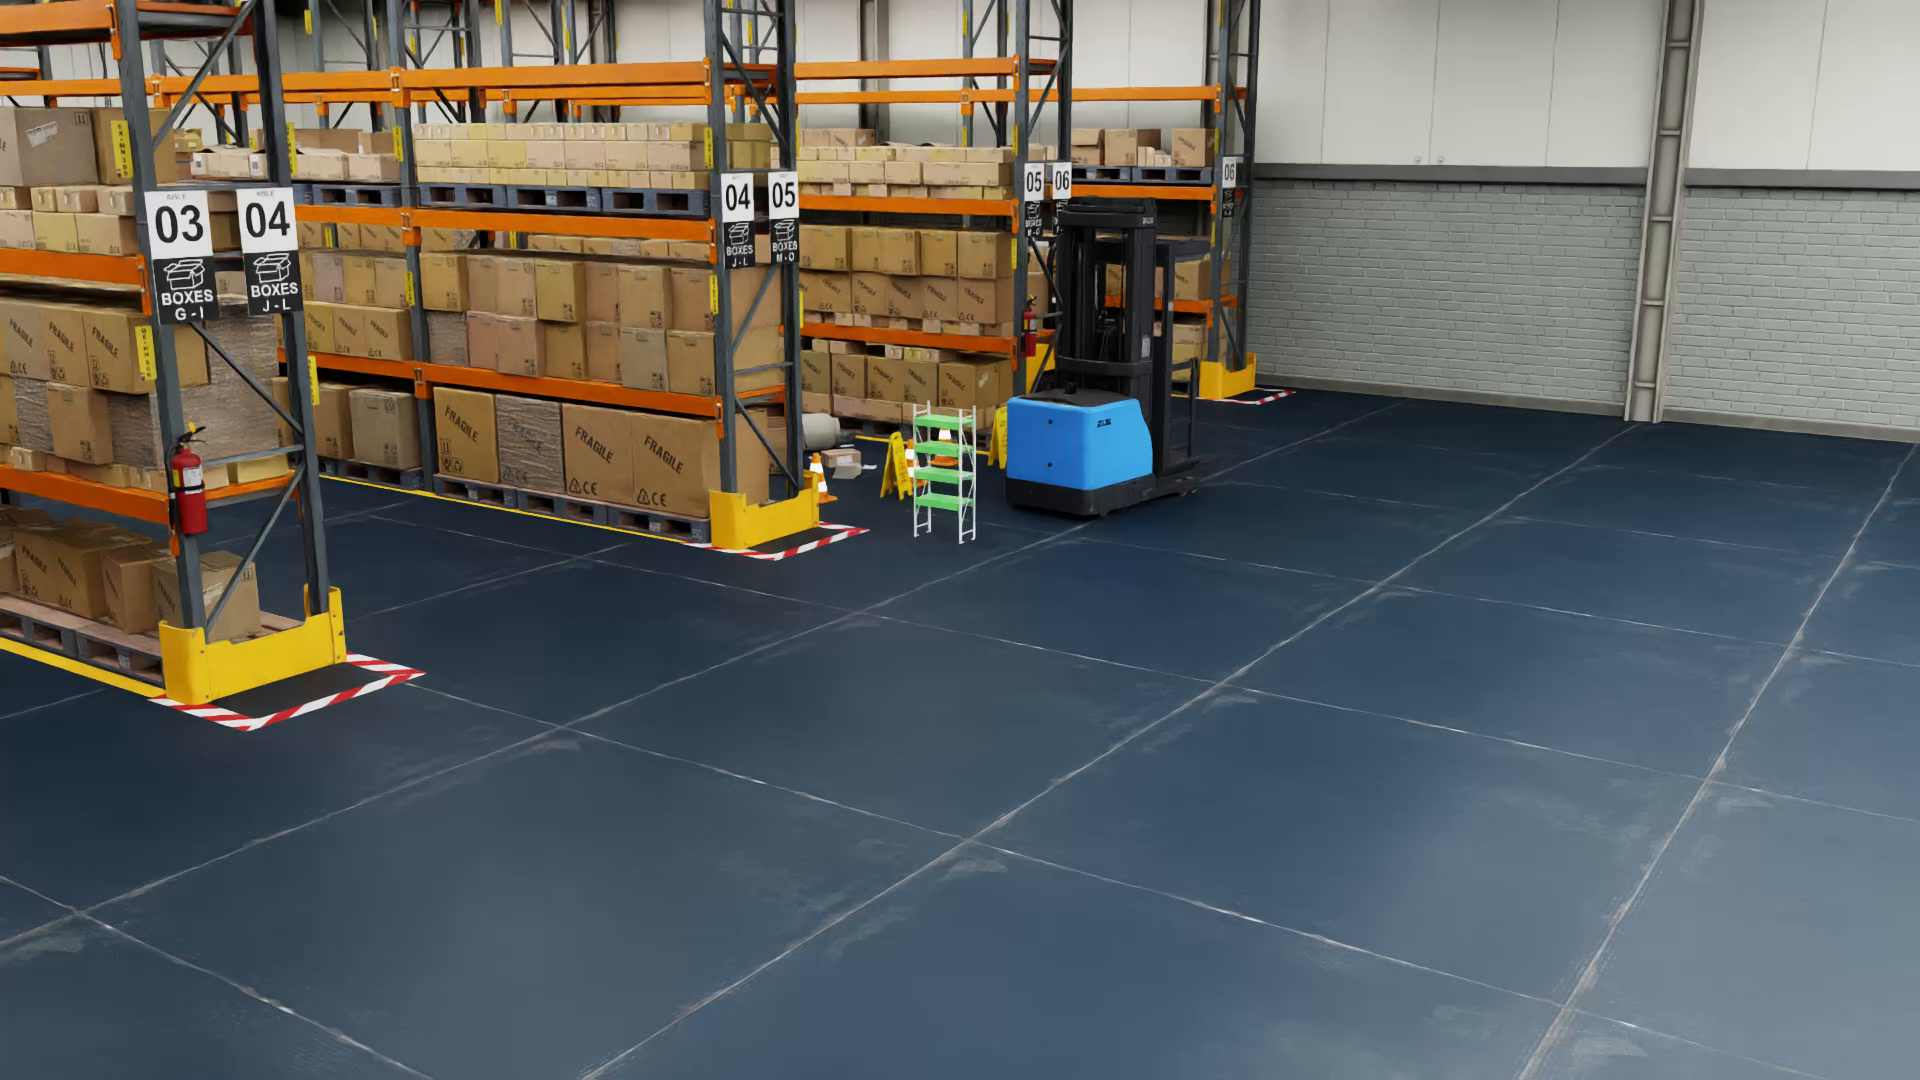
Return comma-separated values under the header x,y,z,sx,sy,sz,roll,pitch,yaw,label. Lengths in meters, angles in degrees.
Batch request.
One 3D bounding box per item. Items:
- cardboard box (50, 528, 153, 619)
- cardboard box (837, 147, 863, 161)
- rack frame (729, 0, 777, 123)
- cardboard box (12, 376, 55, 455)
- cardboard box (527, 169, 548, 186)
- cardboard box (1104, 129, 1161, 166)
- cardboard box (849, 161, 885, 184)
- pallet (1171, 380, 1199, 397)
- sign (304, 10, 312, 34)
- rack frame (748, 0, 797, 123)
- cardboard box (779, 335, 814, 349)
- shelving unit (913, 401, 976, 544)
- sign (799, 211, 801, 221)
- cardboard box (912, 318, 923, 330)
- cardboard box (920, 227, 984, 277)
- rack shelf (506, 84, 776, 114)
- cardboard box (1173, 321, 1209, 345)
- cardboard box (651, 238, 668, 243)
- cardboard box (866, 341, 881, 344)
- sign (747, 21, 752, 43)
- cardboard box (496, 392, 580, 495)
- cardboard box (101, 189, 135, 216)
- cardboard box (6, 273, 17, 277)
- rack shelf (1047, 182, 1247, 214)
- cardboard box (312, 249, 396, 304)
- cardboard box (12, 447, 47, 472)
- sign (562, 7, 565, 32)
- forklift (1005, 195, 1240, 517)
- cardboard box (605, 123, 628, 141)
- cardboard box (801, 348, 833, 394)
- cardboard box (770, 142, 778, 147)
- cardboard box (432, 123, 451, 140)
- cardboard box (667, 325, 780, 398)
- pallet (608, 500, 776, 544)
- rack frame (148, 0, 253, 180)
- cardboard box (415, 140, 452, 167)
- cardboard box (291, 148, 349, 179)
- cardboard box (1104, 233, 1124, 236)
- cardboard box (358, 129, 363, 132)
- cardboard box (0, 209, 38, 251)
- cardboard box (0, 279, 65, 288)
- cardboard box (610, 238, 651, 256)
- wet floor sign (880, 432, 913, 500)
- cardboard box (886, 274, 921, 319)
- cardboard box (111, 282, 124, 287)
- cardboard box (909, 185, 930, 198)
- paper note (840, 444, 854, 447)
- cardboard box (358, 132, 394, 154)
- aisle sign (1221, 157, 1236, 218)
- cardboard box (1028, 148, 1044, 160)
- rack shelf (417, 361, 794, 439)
x,y,z,sx,sy,sz,roll,pitch,yaw,label
-6.148,0.234,11.964,0.500,0.500,0.500,11,18,38,cardboard box
-1.213,-4.490,19.340,0.250,0.149,0.380,9,16,32,cardboard box
-2.404,-5.952,20.140,0.127,3.000,1.000,9,17,33,rack frame
-5.929,-0.918,11.464,0.500,0.500,0.875,9,17,33,cardboard box
-3.708,-3.305,15.131,0.250,0.149,0.380,9,17,34,cardboard box
2.385,-5.419,22.938,0.500,0.500,0.700,9,17,33,cardboard box
-0.930,-4.250,19.198,0.500,0.250,0.500,9,17,33,cardboard box
3.025,-2.234,23.410,1.213,0.211,1.003,9,17,33,pallet
-9.372,-7.448,23.909,0.005,0.325,0.100,9,17,33,sign
-2.956,-7.479,26.307,0.127,3.000,1.000,9,17,33,rack frame
-1.995,-2.426,20.320,0.250,0.149,0.380,9,17,34,cardboard box
-0.137,-0.605,14.769,0.503,1.200,0.258,9,17,33,shelving unit
-2.649,-5.240,27.338,0.005,0.325,0.100,9,17,33,sign
-0.352,-2.530,19.325,0.250,0.149,0.380,9,17,34,cardboard box
-0.046,-3.276,18.907,0.500,0.500,0.700,9,17,33,cardboard box
-4.063,-5.677,21.358,4.000,0.370,1.077,9,17,33,rack shelf
3.126,-2.848,22.852,0.500,0.250,0.500,10,17,35,cardboard box
-3.733,-3.890,21.245,0.250,0.149,0.380,8,16,30,cardboard box
-1.340,-3.355,26.202,0.625,0.625,0.875,8,16,31,cardboard box
-3.250,-7.861,25.743,0.005,0.325,0.100,9,17,33,sign
-3.850,-0.993,16.142,0.875,0.875,0.875,9,17,33,cardboard box
-5.020,-2.079,10.220,0.250,0.149,0.380,9,17,33,cardboard box
-11.416,-3.302,20.331,0.250,0.149,0.380,10,17,34,cardboard box
2.023,-4.869,23.503,4.000,0.370,1.077,9,17,33,rack shelf
-6.345,-2.775,17.502,0.500,0.500,0.700,9,17,33,cardboard box
-6.270,-0.583,11.458,0.250,0.149,0.380,9,17,33,cardboard box
-5.428,-7.090,22.628,0.005,0.325,0.100,9,17,33,sign
1.764,-1.930,16.519,1.130,2.935,3.031,11,18,38,forklift
-2.867,-3.557,14.487,0.250,0.149,0.380,10,17,34,cardboard box
-1.614,-2.071,20.233,0.500,0.500,0.500,10,17,35,cardboard box
-3.107,-6.392,27.024,0.250,0.149,0.380,9,16,31,cardboard box
-4.758,-3.862,15.722,0.250,0.149,0.380,9,17,32,cardboard box
-2.097,-1.616,14.799,0.550,0.550,0.875,9,17,33,cardboard box
-2.470,-0.241,15.357,1.213,0.211,1.003,9,17,33,pallet
-8.402,-5.488,18.265,0.127,3.000,1.000,9,17,33,rack frame
-4.833,-3.698,15.888,0.500,0.250,0.500,9,17,33,cardboard box
-6.660,-3.896,17.179,0.500,0.311,0.500,8,16,31,cardboard box
2.256,-4.302,23.783,0.250,0.149,0.380,9,17,33,cardboard box
-9.413,-5.990,25.248,0.500,0.500,0.500,10,17,34,cardboard box
-5.994,-2.062,10.978,0.500,0.250,0.500,10,17,34,cardboard box
-6.992,-1.670,12.419,0.500,0.500,0.500,9,17,33,cardboard box
-4.187,-3.660,21.663,0.500,0.500,0.500,8,16,31,cardboard box
-0.634,-0.751,16.514,0.232,0.644,0.267,6,15,23,wet floor sign
-0.515,-2.850,19.267,0.500,0.500,0.500,9,17,33,cardboard box
-9.489,-2.990,19.070,0.250,0.149,0.380,10,17,35,cardboard box
-0.369,-3.970,18.899,0.250,0.149,0.380,9,17,32,cardboard box
-1.303,-1.092,19.172,0.148,0.019,0.142,3,14,14,paper note
-8.472,-5.645,24.061,0.500,0.500,0.500,9,16,32,cardboard box
3.573,-4.688,22.109,0.004,0.787,0.394,9,17,33,aisle sign
0.734,-4.313,18.625,0.250,0.149,0.380,9,17,32,cardboard box
-3.423,-1.422,15.822,4.000,0.370,1.077,9,17,33,rack shelf
